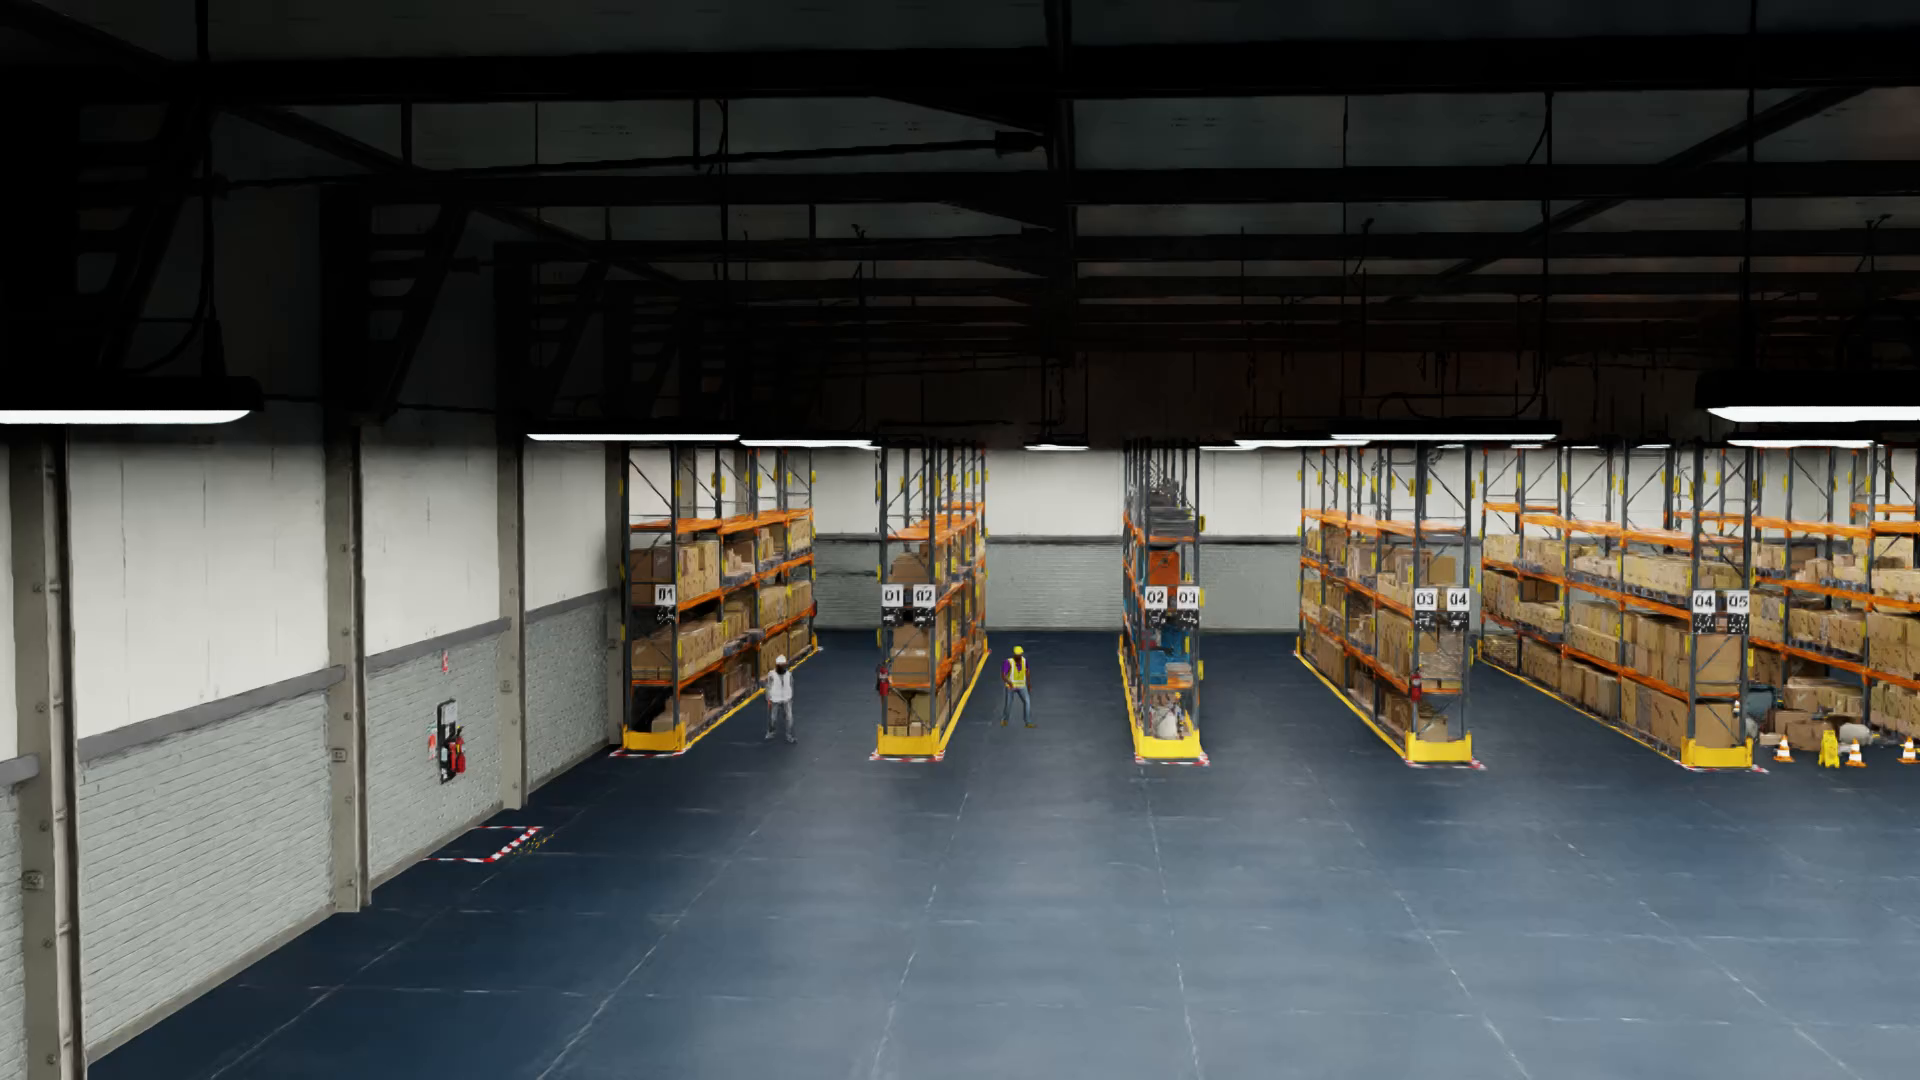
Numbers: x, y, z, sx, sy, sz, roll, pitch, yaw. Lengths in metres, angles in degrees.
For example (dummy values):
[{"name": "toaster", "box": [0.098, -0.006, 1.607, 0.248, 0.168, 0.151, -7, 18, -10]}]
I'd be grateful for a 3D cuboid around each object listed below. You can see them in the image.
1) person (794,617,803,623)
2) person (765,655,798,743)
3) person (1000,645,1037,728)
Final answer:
[{"name": "person", "box": [-4.804, 2.276, 48.932, 0.498, 1.676, 0.498, 3, 4, 42]}, {"name": "person", "box": [-3.540, 3.117, 32.707, 0.577, 1.734, 0.954, -1, 3, -19]}, {"name": "person", "box": [1.163, 3.023, 34.485, 0.700, 1.705, 0.840, -1, 3, -13]}]
